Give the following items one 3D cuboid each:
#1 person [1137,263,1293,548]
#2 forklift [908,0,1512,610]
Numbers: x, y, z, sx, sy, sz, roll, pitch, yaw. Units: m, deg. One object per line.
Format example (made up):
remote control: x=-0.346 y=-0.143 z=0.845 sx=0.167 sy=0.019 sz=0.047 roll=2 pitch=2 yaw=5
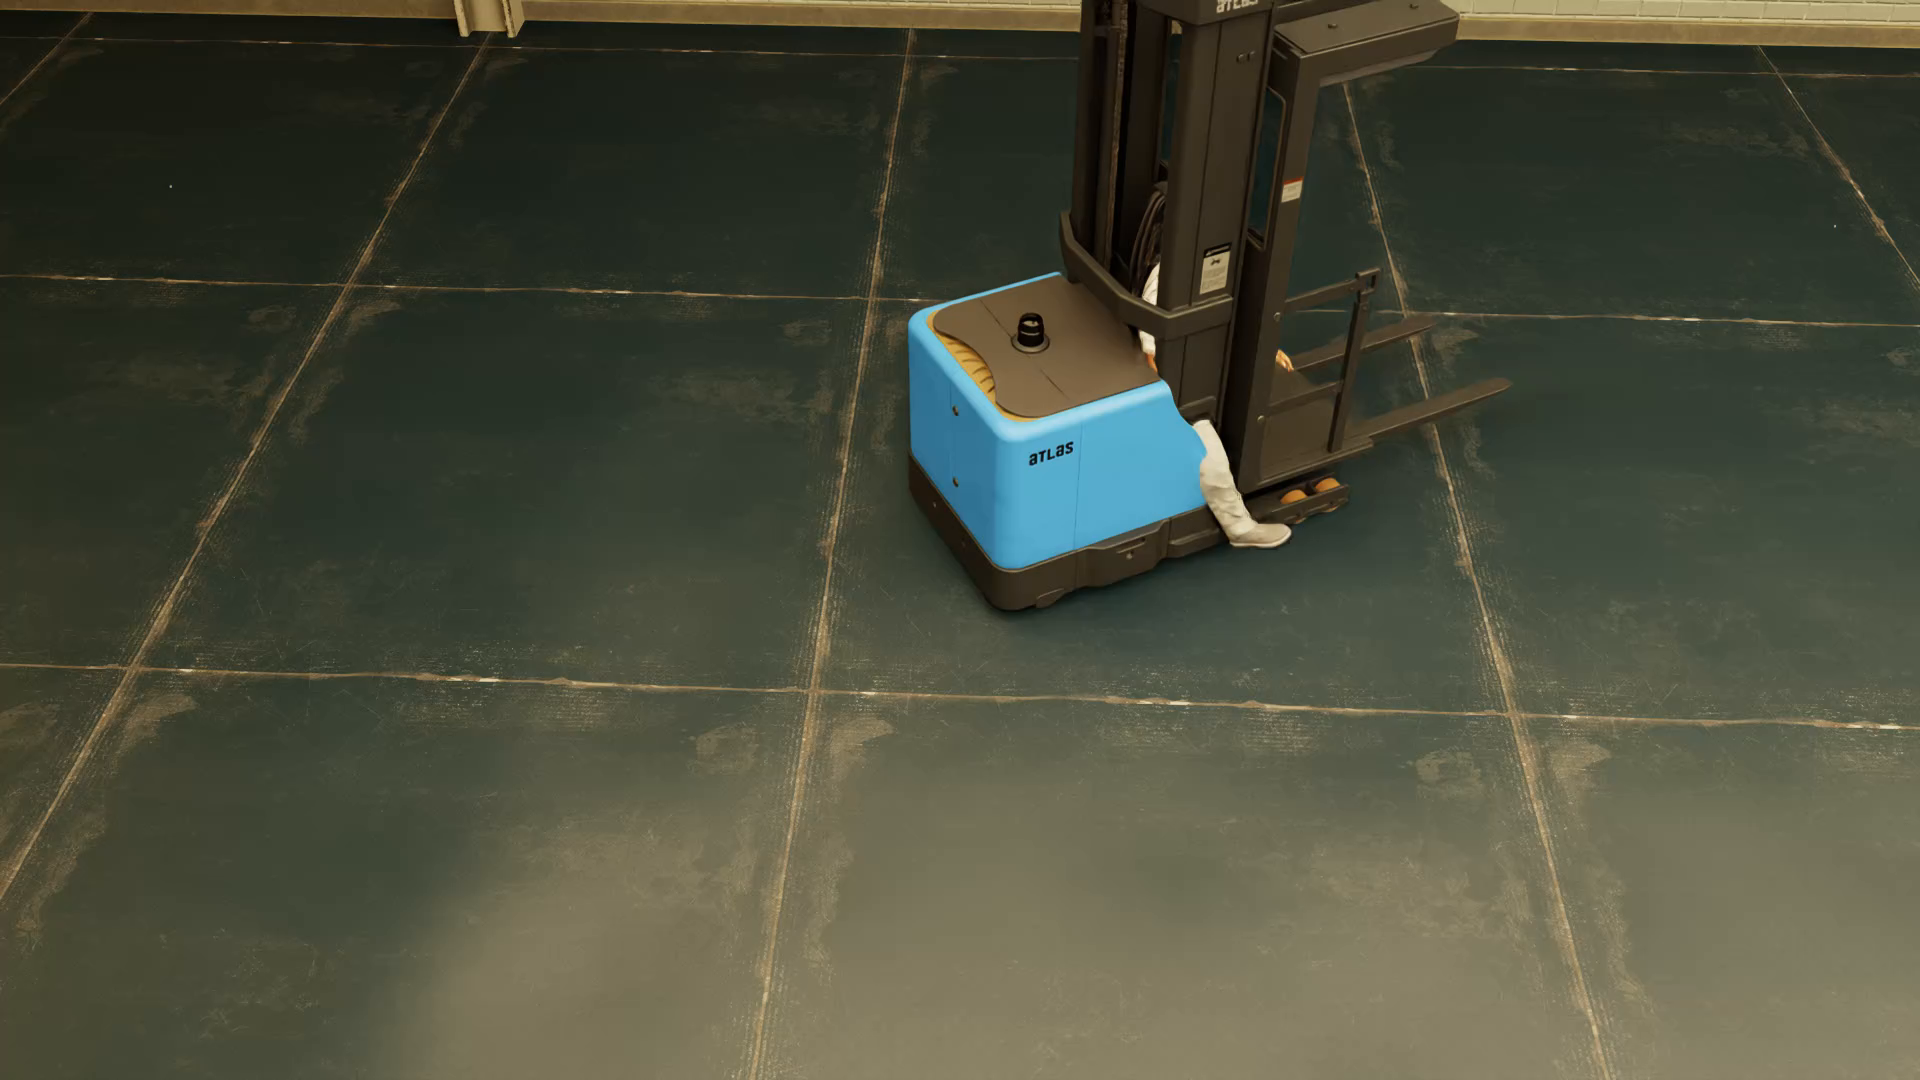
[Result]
person: x=1.109 y=-0.717 z=7.471 sx=1.012 sy=1.529 sz=0.864 roll=14 pitch=44 yaw=15
forklift: x=1.306 y=-1.459 z=7.340 sx=3.031 sy=2.935 sz=1.130 roll=-18 pitch=46 yaw=-19
